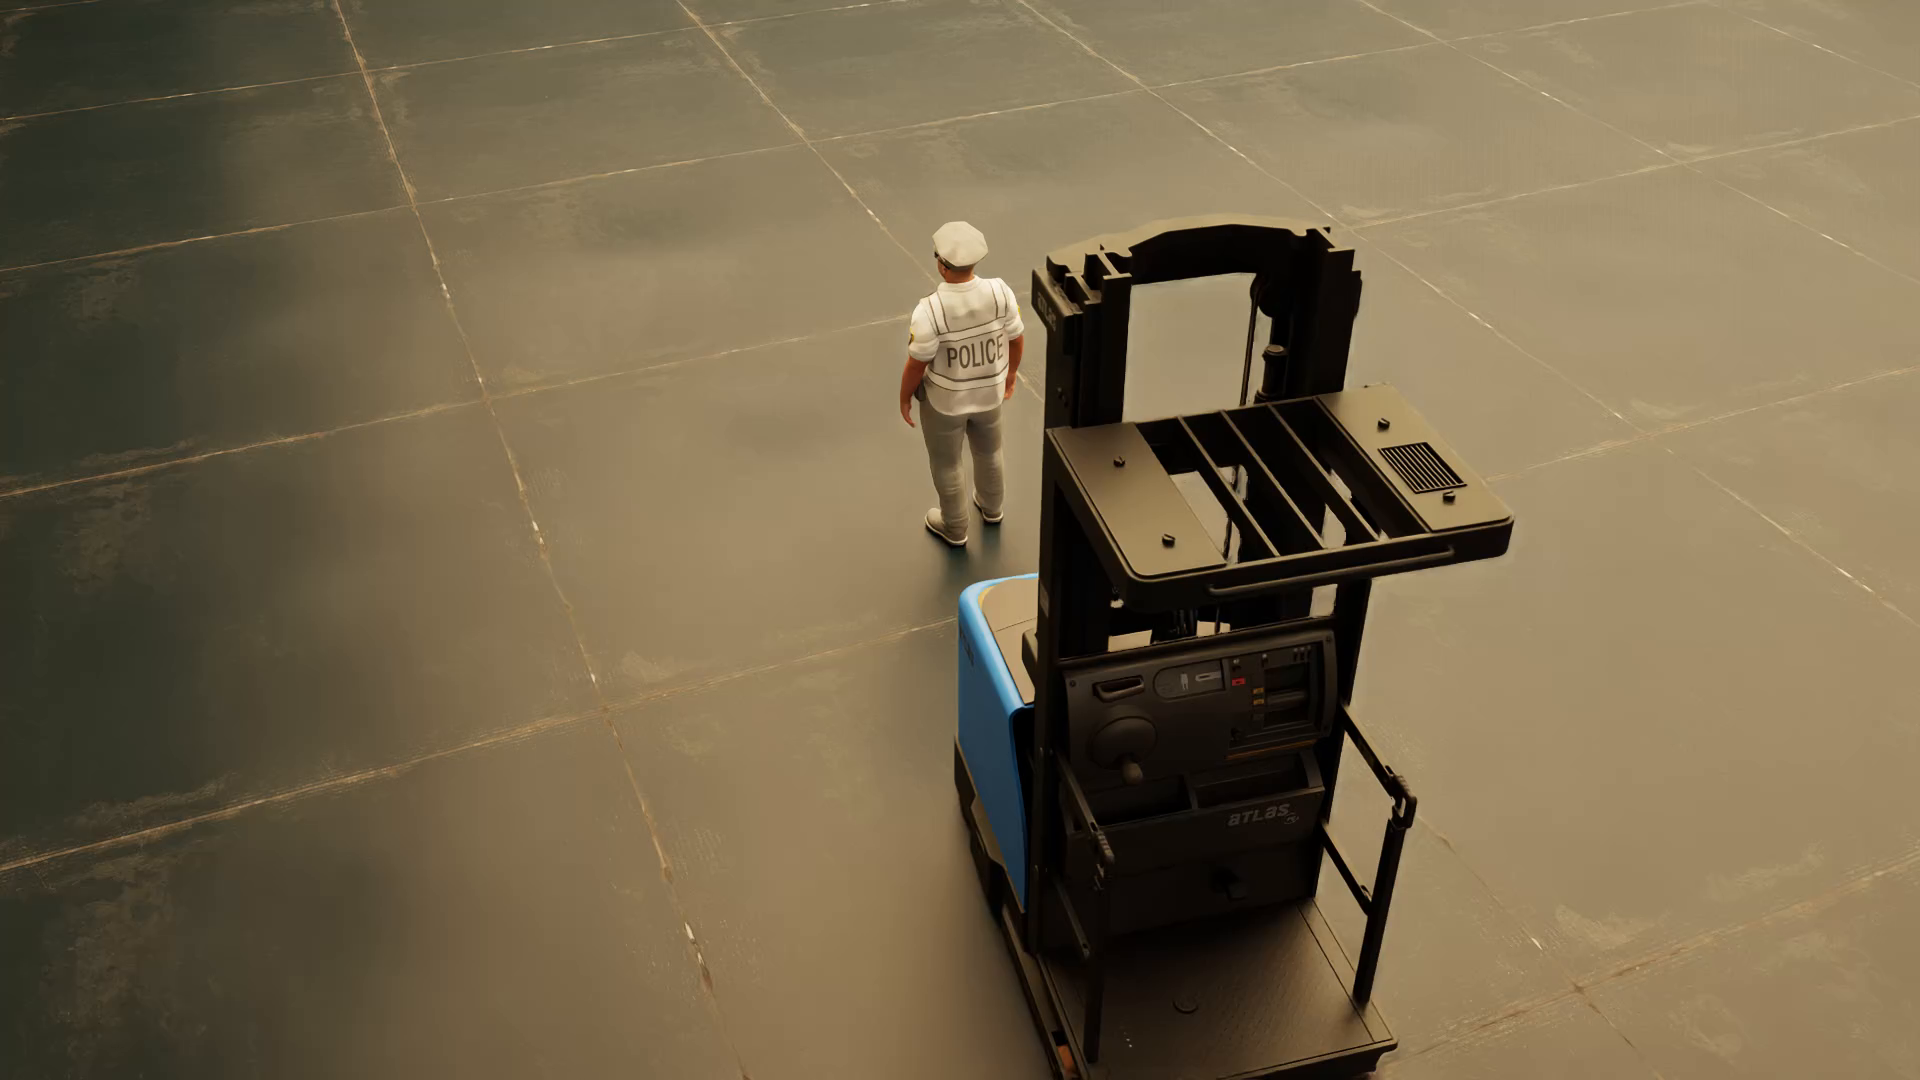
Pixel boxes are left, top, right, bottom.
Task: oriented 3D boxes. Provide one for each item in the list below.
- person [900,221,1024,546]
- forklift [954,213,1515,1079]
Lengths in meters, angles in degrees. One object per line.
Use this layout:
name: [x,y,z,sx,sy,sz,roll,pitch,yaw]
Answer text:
person: [-0.020,-0.777,8.169,0.641,1.781,0.574,-14,38,-19]
forklift: [0.846,0.609,5.243,1.130,2.935,3.031,-9,36,-12]
